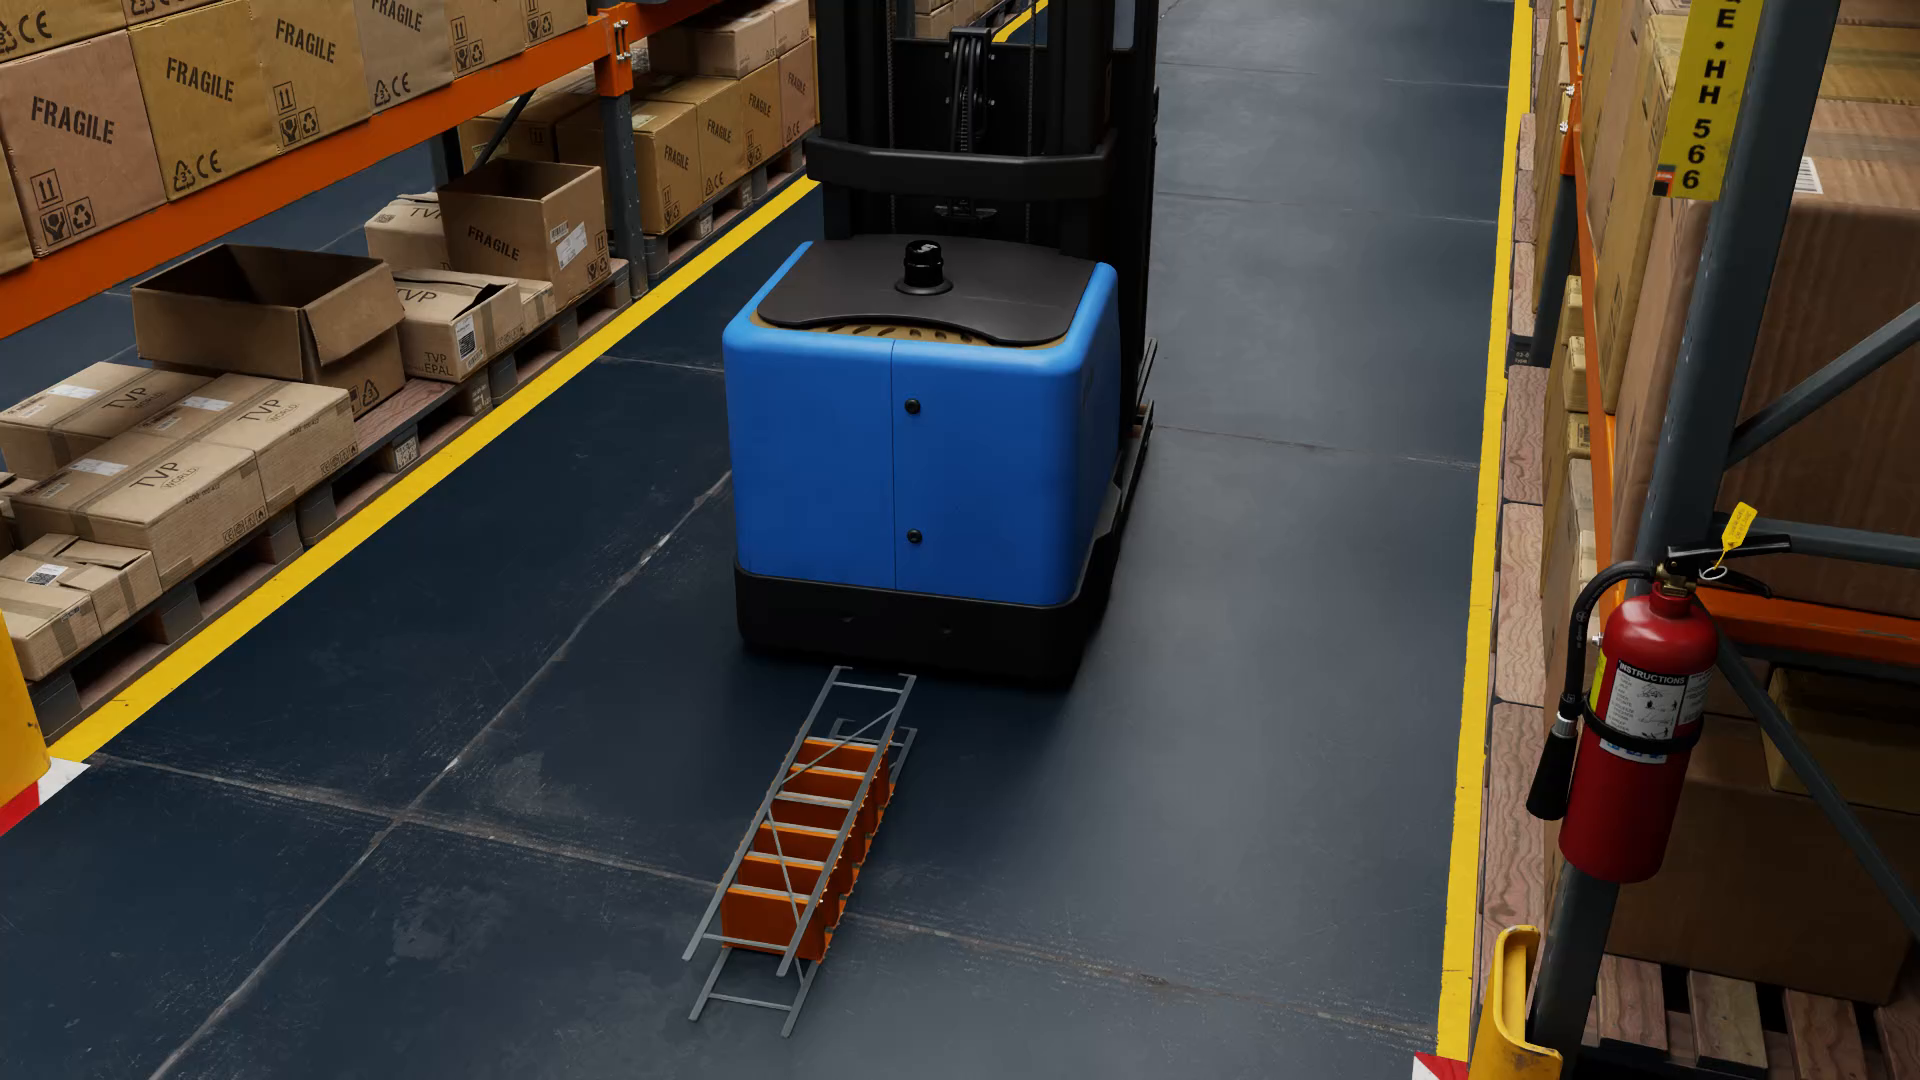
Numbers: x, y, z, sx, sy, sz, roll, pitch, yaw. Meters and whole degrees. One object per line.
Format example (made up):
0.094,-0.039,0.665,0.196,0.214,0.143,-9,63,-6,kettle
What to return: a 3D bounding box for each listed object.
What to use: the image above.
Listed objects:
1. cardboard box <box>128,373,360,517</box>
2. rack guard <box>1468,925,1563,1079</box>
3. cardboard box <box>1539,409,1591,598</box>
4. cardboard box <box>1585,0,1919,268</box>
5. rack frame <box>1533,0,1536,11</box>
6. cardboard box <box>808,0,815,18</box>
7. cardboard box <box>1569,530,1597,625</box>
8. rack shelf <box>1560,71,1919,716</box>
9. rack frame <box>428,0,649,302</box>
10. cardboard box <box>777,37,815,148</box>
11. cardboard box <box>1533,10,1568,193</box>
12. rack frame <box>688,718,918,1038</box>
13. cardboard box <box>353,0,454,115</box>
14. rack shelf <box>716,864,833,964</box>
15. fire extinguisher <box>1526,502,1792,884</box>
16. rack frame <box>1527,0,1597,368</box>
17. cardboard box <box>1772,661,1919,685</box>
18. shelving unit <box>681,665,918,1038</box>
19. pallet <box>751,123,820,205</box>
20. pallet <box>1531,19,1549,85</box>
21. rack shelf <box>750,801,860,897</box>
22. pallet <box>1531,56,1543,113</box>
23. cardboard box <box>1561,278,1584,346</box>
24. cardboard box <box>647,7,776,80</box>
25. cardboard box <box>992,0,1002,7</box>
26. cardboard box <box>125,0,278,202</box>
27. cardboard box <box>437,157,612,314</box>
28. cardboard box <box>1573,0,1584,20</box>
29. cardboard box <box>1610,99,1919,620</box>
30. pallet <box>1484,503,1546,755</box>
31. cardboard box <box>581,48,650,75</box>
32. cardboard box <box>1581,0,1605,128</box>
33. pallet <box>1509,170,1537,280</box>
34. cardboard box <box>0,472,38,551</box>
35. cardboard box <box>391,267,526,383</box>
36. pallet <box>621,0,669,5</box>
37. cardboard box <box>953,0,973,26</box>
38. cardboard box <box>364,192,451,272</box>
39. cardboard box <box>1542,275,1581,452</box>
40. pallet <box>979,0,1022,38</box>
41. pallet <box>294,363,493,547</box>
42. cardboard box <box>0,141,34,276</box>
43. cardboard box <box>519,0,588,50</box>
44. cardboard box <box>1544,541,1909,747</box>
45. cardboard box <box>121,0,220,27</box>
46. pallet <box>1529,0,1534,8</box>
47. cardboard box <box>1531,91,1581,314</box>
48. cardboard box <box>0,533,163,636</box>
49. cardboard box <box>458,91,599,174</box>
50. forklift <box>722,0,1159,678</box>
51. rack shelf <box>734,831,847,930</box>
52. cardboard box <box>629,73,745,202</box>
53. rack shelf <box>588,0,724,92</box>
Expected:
-2.414,-0.330,5.634,0.500,0.250,0.500,8,30,15,cardboard box
1.592,1.146,3.176,1.175,0.500,0.348,8,30,15,rack guard
2.152,-0.104,4.990,0.700,0.500,0.500,9,30,16,cardboard box
2.174,-1.020,4.189,0.980,0.700,0.700,7,30,12,cardboard box
5.121,-5.534,12.613,1.000,3.000,0.127,8,30,15,rack frame
-0.852,-3.313,9.968,0.500,0.250,0.500,10,31,17,cardboard box
1.646,0.123,3.915,0.380,0.149,0.250,9,30,16,cardboard box
2.186,-0.573,4.434,1.077,0.370,4.000,8,30,15,rack shelf
-1.964,-2.522,7.198,1.000,3.000,0.127,8,30,15,rack frame
-1.140,-2.527,9.326,0.500,0.500,0.500,7,30,13,cardboard box
3.342,-2.190,8.381,0.750,0.750,0.750,8,30,15,cardboard box
-0.369,0.817,4.269,0.240,0.006,1.200,6,30,11,rack frame
-2.164,-1.818,5.829,0.500,0.500,0.500,9,30,16,cardboard box
-0.439,0.888,3.956,0.258,0.180,0.103,6,30,11,rack shelf
1.113,0.243,2.690,0.296,0.674,0.183,8,30,15,fire extinguisher
2.773,-1.817,5.930,1.000,3.000,0.127,8,30,15,rack frame
2.011,0.179,3.814,0.380,0.149,0.250,9,30,15,cardboard box
-0.369,0.737,4.224,0.258,0.189,1.200,6,30,11,shelving unit
-1.405,-2.255,9.587,1.003,0.211,1.213,8,30,15,pallet
4.538,-3.385,11.618,1.003,0.211,1.213,8,30,15,pallet
-0.386,0.773,4.160,0.258,0.180,0.103,6,30,11,rack shelf
4.178,-2.820,10.602,1.003,0.211,1.213,8,30,15,pallet
2.180,-0.725,5.440,0.380,0.149,0.250,10,30,17,cardboard box
-1.295,-2.604,8.693,0.500,0.250,0.500,9,30,15,cardboard box
0.089,-4.278,12.752,0.500,0.250,0.500,9,30,16,cardboard box
-2.459,-1.349,4.986,0.500,0.500,0.500,8,30,15,cardboard box
-1.860,-1.316,7.150,0.500,0.500,0.500,8,30,15,cardboard box
2.793,-2.279,6.999,0.380,0.149,0.250,9,30,15,cardboard box
1.739,-0.327,2.944,0.980,0.700,0.700,10,31,17,cardboard box
2.119,0.313,4.970,1.003,0.211,1.213,8,30,15,pallet
-1.792,-2.353,9.014,0.500,0.500,0.500,9,30,15,cardboard box
2.598,-1.698,5.408,0.980,0.700,0.700,9,30,16,cardboard box
3.284,-1.536,8.294,1.003,0.211,1.213,8,30,15,pallet
-3.009,-0.080,5.270,0.380,0.166,0.250,8,30,15,cardboard box
-2.080,-0.885,6.569,0.500,0.311,0.500,8,30,15,cardboard box
-1.625,-2.794,7.884,1.003,0.211,1.213,8,30,15,pallet
-0.208,-3.798,11.888,0.500,0.250,0.500,8,30,13,cardboard box
-2.294,-1.375,7.449,0.500,0.311,0.500,8,30,15,cardboard box
2.455,-0.575,5.837,0.700,0.500,0.500,9,30,16,cardboard box
-0.151,-4.104,12.911,1.003,0.211,1.213,8,30,15,pallet
-2.523,-0.415,6.280,1.003,0.211,1.213,8,30,15,pallet
-2.756,-0.875,4.135,0.500,0.500,0.500,9,30,16,cardboard box
-1.865,-2.297,6.690,0.500,0.500,0.500,9,30,16,cardboard box
1.855,0.379,4.123,0.700,0.500,0.500,8,30,15,cardboard box
-2.458,-1.788,4.747,0.500,0.500,0.500,9,30,16,cardboard box
5.284,-4.633,13.861,1.003,0.211,1.213,8,30,15,pallet
2.839,-1.381,6.927,0.750,0.750,0.750,9,30,15,cardboard box
-2.613,0.121,4.908,0.380,0.166,0.250,8,30,15,cardboard box
-2.093,-1.892,8.184,0.500,0.500,0.500,8,30,15,cardboard box
0.132,-1.577,5.569,1.130,2.935,3.031,6,30,11,forklift
-0.412,0.831,4.058,0.258,0.180,0.103,6,30,11,rack shelf
-1.443,-2.061,8.488,0.500,0.500,0.500,9,30,16,cardboard box
-1.377,-3.137,9.043,1.077,0.370,4.000,8,30,15,rack shelf
